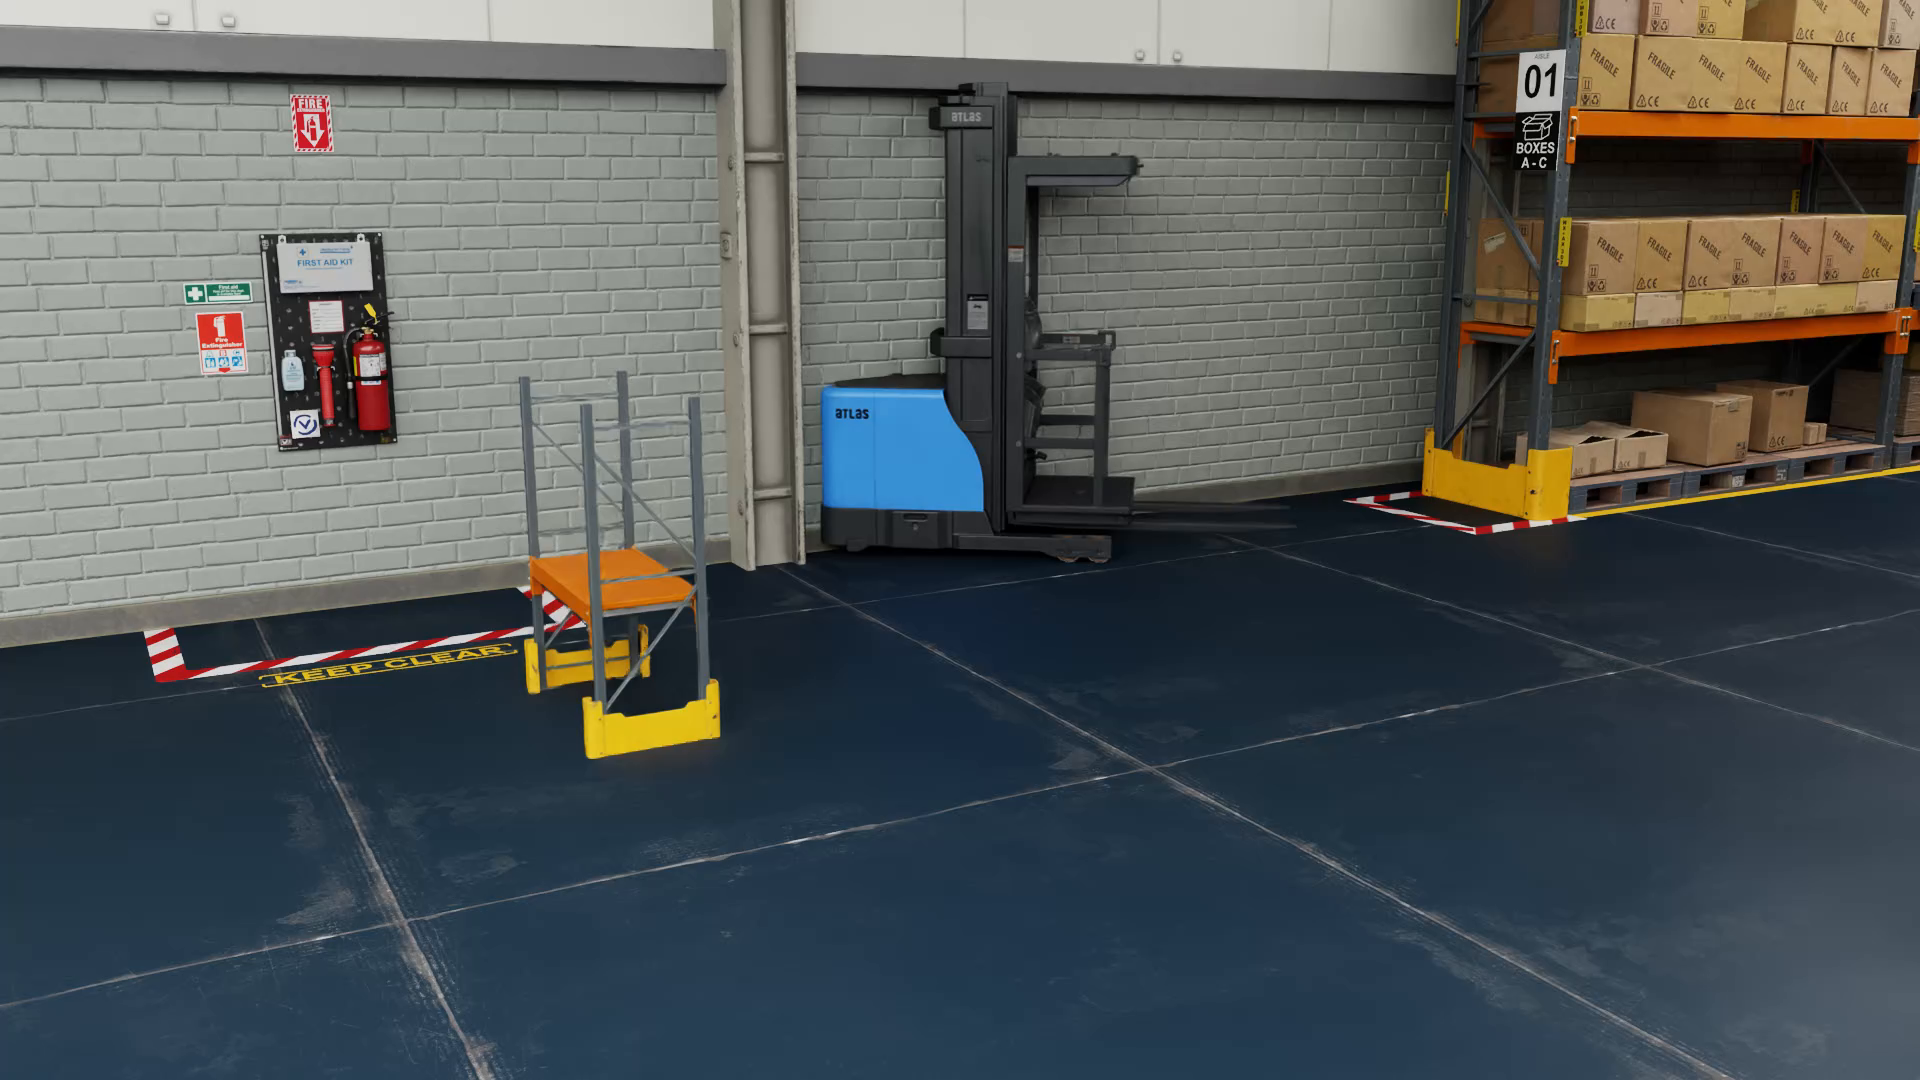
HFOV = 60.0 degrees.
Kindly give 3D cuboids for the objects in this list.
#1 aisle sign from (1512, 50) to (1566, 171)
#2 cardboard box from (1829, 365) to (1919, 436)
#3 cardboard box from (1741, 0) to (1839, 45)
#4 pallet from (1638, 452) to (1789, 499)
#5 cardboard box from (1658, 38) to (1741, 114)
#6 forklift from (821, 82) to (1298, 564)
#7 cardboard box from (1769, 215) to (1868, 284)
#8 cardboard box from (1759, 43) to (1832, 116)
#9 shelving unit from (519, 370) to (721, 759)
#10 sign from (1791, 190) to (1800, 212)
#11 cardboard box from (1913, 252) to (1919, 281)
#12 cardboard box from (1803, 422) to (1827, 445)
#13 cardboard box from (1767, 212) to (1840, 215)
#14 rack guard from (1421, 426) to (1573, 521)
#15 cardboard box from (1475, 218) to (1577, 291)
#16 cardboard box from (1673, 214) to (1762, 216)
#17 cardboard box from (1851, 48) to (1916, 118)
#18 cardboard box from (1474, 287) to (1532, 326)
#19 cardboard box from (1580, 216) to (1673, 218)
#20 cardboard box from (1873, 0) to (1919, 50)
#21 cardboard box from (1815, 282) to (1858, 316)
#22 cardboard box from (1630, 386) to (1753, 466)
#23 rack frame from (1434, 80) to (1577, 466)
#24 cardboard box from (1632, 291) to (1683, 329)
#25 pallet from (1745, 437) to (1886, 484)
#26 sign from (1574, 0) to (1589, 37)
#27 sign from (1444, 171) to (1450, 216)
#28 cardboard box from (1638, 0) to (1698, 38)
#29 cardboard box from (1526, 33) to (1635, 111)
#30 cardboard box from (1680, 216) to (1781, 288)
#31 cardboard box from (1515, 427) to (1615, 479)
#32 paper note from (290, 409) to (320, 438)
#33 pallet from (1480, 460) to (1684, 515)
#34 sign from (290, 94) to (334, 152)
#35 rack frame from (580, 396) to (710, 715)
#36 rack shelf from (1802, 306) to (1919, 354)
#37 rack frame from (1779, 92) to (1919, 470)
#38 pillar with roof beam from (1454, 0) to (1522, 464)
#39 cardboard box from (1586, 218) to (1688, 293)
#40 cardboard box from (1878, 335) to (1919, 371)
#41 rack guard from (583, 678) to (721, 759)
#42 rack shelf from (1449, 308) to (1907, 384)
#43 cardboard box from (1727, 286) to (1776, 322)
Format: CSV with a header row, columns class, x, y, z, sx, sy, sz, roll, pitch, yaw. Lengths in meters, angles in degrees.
class,x,y,z,sx,sy,sz,roll,pitch,yaw
aisle sign,3.936,-2.917,11.319,0.004,0.787,0.394,-7,14,-28
cardboard box,8.004,-1.211,14.349,0.500,0.500,0.700,-6,14,-26
cardboard box,6.127,-3.923,12.328,0.500,0.500,0.500,-7,15,-30
pallet,5.722,-0.568,13.153,1.213,0.211,1.003,-7,14,-28
cardboard box,5.211,-3.328,11.961,0.500,0.500,0.500,-6,14,-25
forklift,0.659,-1.406,10.680,3.031,2.935,1.130,2,13,7
cardboard box,6.664,-2.275,12.973,0.500,0.500,0.500,-7,14,-28
cardboard box,6.123,-3.440,12.458,0.500,0.500,0.500,-7,15,-30
shelving unit,-1.554,0.058,7.435,0.587,1.500,1.083,-7,14,-27
sign,7.097,-2.807,14.111,0.005,0.325,0.100,-7,14,-28
cardboard box,7.829,-2.446,13.914,0.500,0.500,0.700,-7,14,-28
cardboard box,6.911,-0.905,13.752,0.250,0.166,0.380,-9,16,-35
cardboard box,6.854,-2.428,13.656,0.500,0.500,0.500,-7,15,-29
rack guard,3.922,-0.503,12.205,0.348,0.500,1.175,-7,14,-28
cardboard box,4.167,-2.107,12.229,0.500,0.500,0.500,-7,14,-28
cardboard box,5.958,-2.323,13.189,0.500,0.500,0.500,-6,14,-26
cardboard box,7.039,-3.556,12.973,0.500,0.500,0.500,-6,14,-26
cardboard box,4.173,-1.737,12.294,0.500,0.250,0.500,-7,14,-27
cardboard box,5.065,-2.214,12.701,0.500,0.500,0.500,-7,15,-29
cardboard box,7.056,-4.040,12.846,0.500,0.500,0.500,-8,15,-33
cardboard box,6.654,-1.913,13.072,0.500,0.250,0.500,-7,14,-28
cardboard box,5.674,-0.892,12.934,0.500,0.500,0.700,-8,15,-31
rack frame,3.855,-1.714,11.895,0.127,3.000,1.000,-7,14,-28
cardboard box,4.885,-1.698,12.120,0.500,0.250,0.500,-7,15,-30
pallet,6.794,-0.697,13.727,1.213,0.211,1.003,-7,14,-28
sign,4.115,-3.500,11.005,0.005,0.325,0.100,-7,14,-28
sign,3.607,-2.542,12.218,0.005,0.325,0.100,-7,14,-28
cardboard box,4.774,-3.761,11.606,0.500,0.500,0.500,-7,14,-29
cardboard box,4.269,-3.223,11.495,0.500,0.500,0.500,-6,14,-26
cardboard box,5.761,-2.169,12.503,0.500,0.500,0.500,-6,14,-26
cardboard box,4.506,-0.673,12.388,0.500,0.311,0.500,-9,15,-34
paper note,-3.587,-0.636,9.109,0.142,0.148,0.016,-7,14,-28
pallet,4.652,-0.441,12.586,1.213,0.211,1.003,-7,14,-28
sign,-3.453,-2.220,8.863,0.199,0.298,0.001,-7,14,-28
rack frame,-1.310,0.158,6.989,0.500,1.500,0.032,-7,14,-27
rack shelf,9.122,-1.995,14.779,4.000,0.370,1.077,-7,14,-28
rack frame,7.366,-2.135,13.765,0.127,3.000,1.000,-7,14,-28
pillar with roof beam,6.118,-4.052,8.618,0.400,9.000,9.100,-7,14,-28
cardboard box,4.857,-2.059,12.015,0.500,0.500,0.500,-7,14,-28
cardboard box,8.389,-1.624,14.476,0.500,0.250,0.500,-7,15,-29
rack guard,-1.319,0.764,7.143,0.587,0.250,0.087,-7,14,-27
rack shelf,5.611,-1.574,12.909,4.000,0.370,1.077,-7,14,-28
cardboard box,5.779,-1.804,12.588,0.500,0.250,0.500,-7,14,-27
